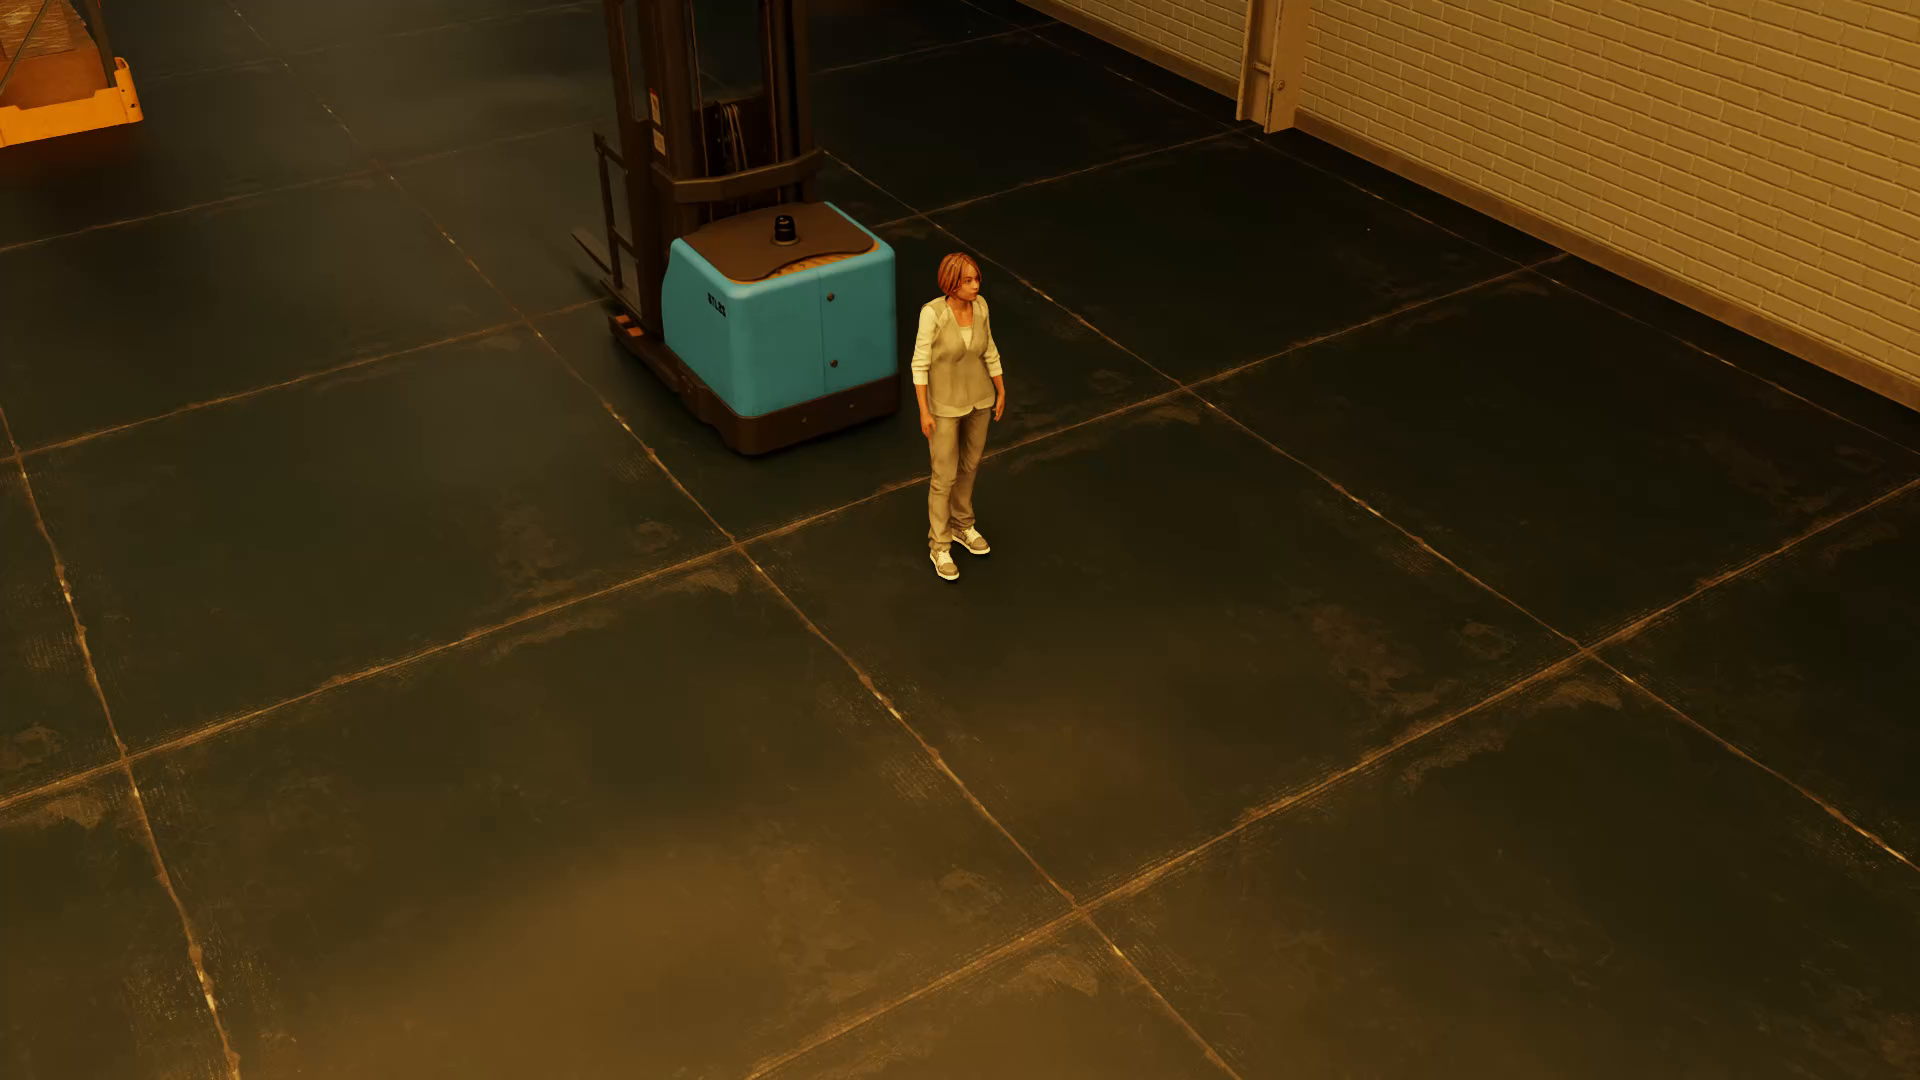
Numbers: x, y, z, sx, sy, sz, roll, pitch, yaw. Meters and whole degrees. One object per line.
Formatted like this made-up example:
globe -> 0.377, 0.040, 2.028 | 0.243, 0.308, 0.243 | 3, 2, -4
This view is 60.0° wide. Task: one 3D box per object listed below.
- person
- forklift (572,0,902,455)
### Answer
person -> 0.029, -0.619, 8.177 | 0.521, 1.599, 0.473 | -21, 40, -27
forklift -> -1.550, -2.486, 9.686 | 1.130, 2.935, 3.031 | -20, 40, -26
